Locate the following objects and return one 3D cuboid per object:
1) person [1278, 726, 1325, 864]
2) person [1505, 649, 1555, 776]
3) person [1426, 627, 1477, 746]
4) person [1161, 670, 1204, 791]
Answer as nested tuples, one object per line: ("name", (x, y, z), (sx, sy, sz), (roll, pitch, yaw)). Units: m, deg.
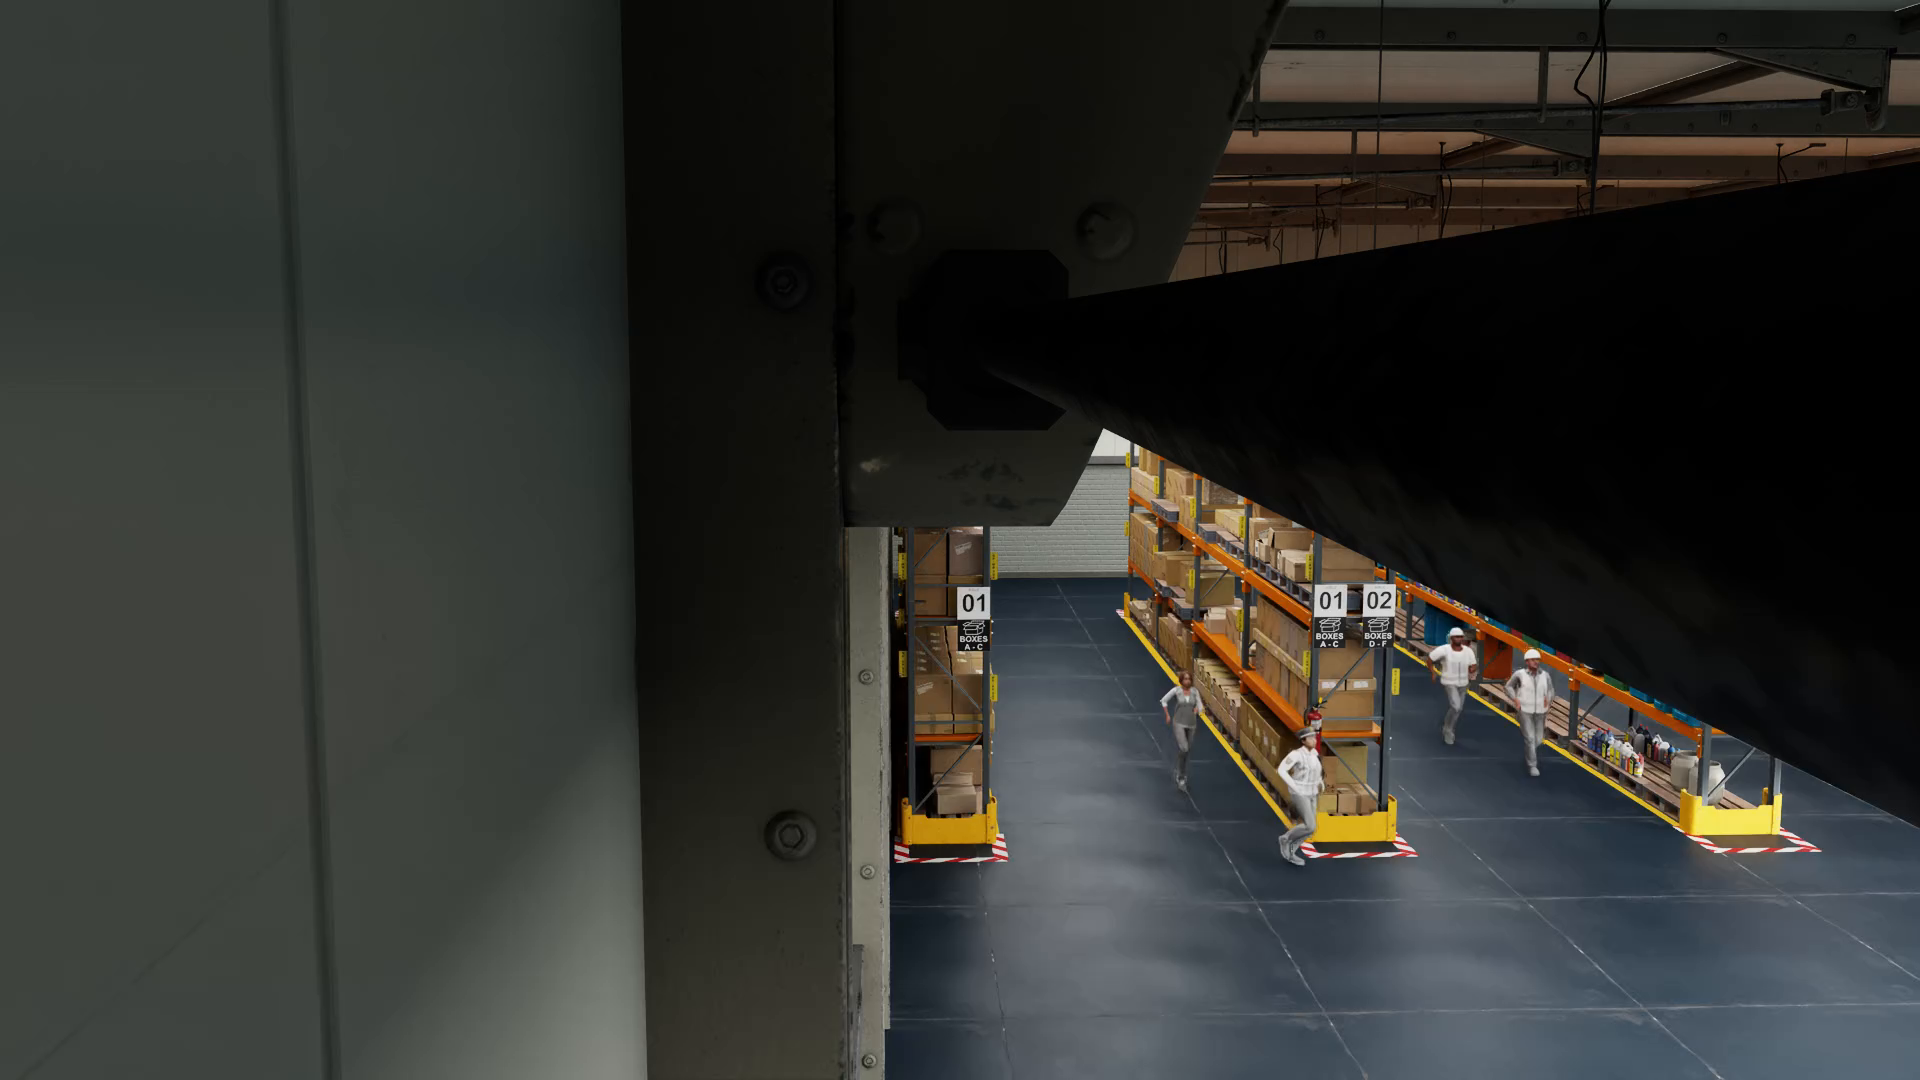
("person", (4.083, 3.005, 19.633), (0.649, 1.655, 0.479), (-6, 10, -41))
("person", (8.130, 2.426, 23.702), (0.671, 1.758, 0.796), (0, 7, 1))
("person", (7.537, 2.225, 25.323), (0.671, 1.801, 0.728), (-2, 8, -14))
("person", (3.088, 2.608, 22.939), (0.503, 1.644, 0.710), (-2, 8, -16))
